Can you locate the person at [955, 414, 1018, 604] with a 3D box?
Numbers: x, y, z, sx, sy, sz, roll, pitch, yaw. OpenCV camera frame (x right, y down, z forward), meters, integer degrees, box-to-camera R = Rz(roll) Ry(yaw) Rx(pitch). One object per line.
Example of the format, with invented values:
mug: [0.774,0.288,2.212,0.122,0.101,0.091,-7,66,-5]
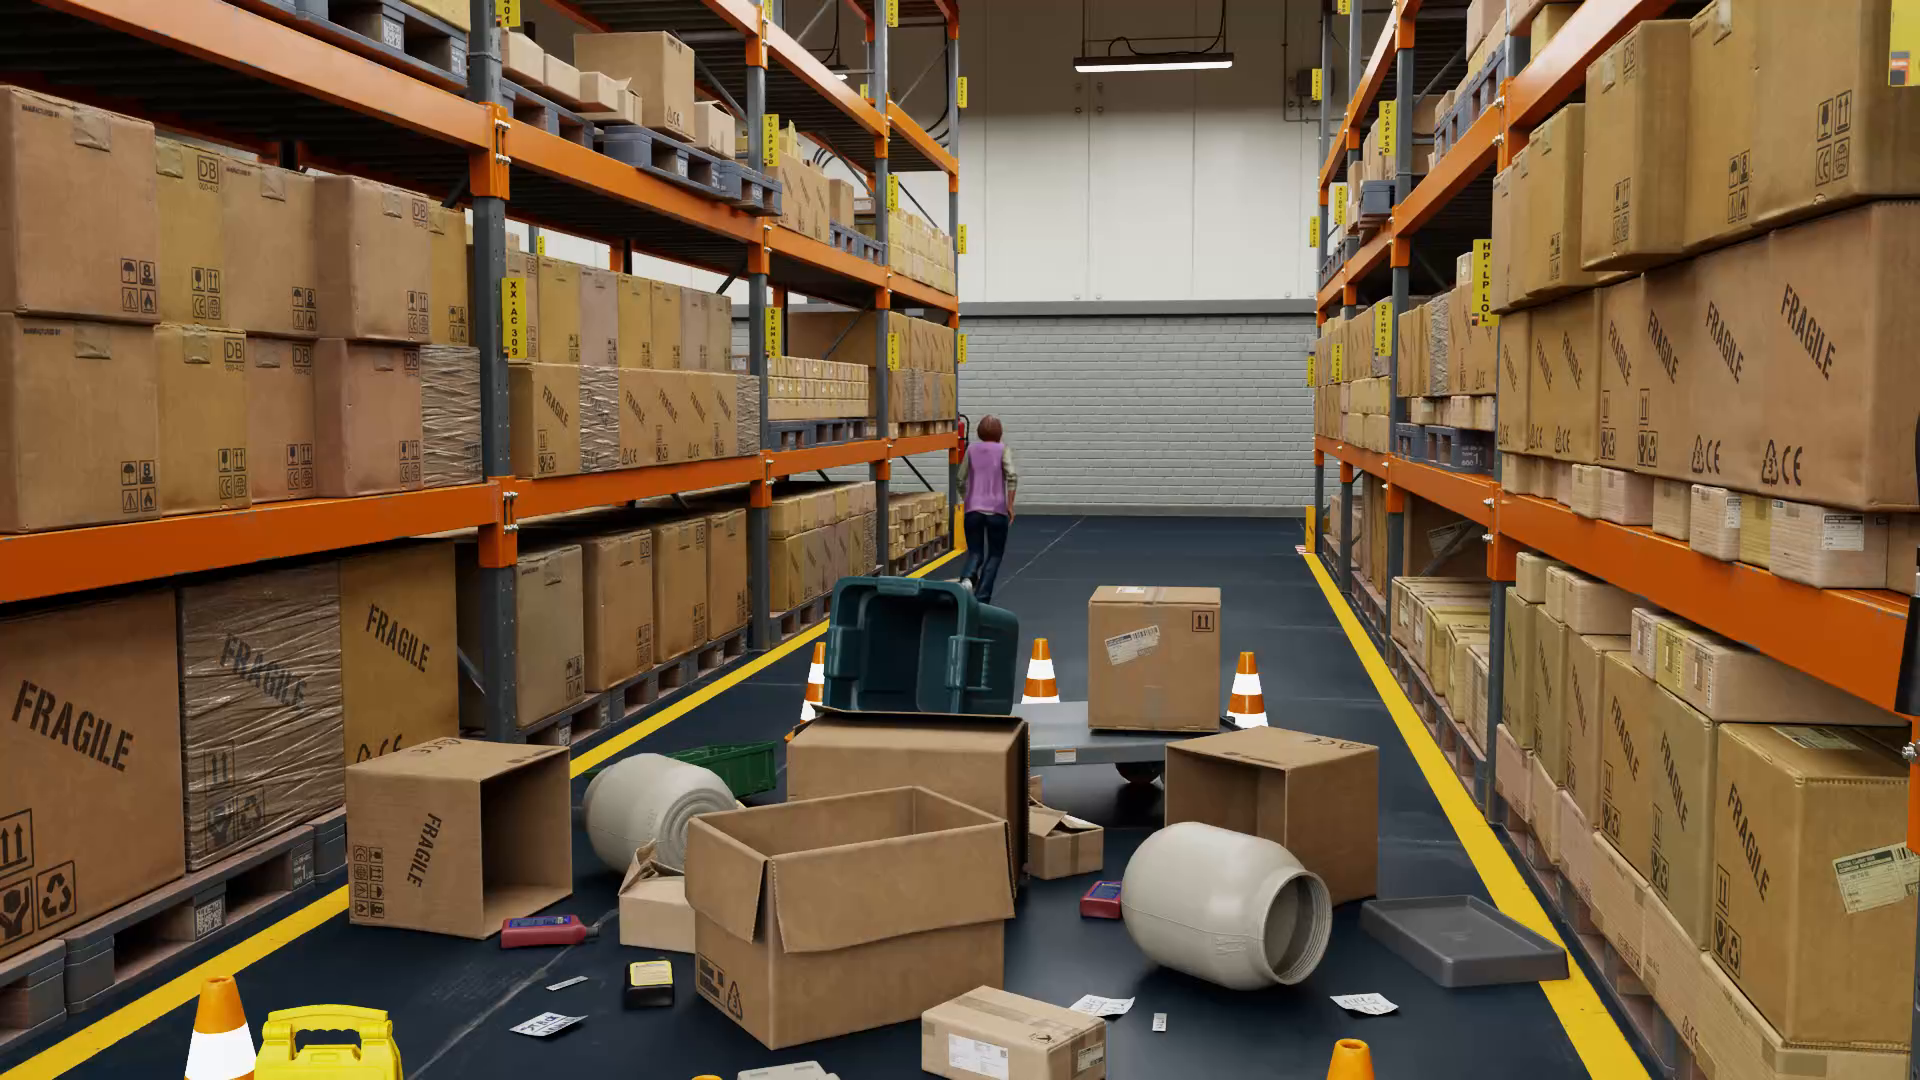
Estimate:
person: [0.190,-0.183,12.700,0.512,1.545,0.662,1,5,14]
